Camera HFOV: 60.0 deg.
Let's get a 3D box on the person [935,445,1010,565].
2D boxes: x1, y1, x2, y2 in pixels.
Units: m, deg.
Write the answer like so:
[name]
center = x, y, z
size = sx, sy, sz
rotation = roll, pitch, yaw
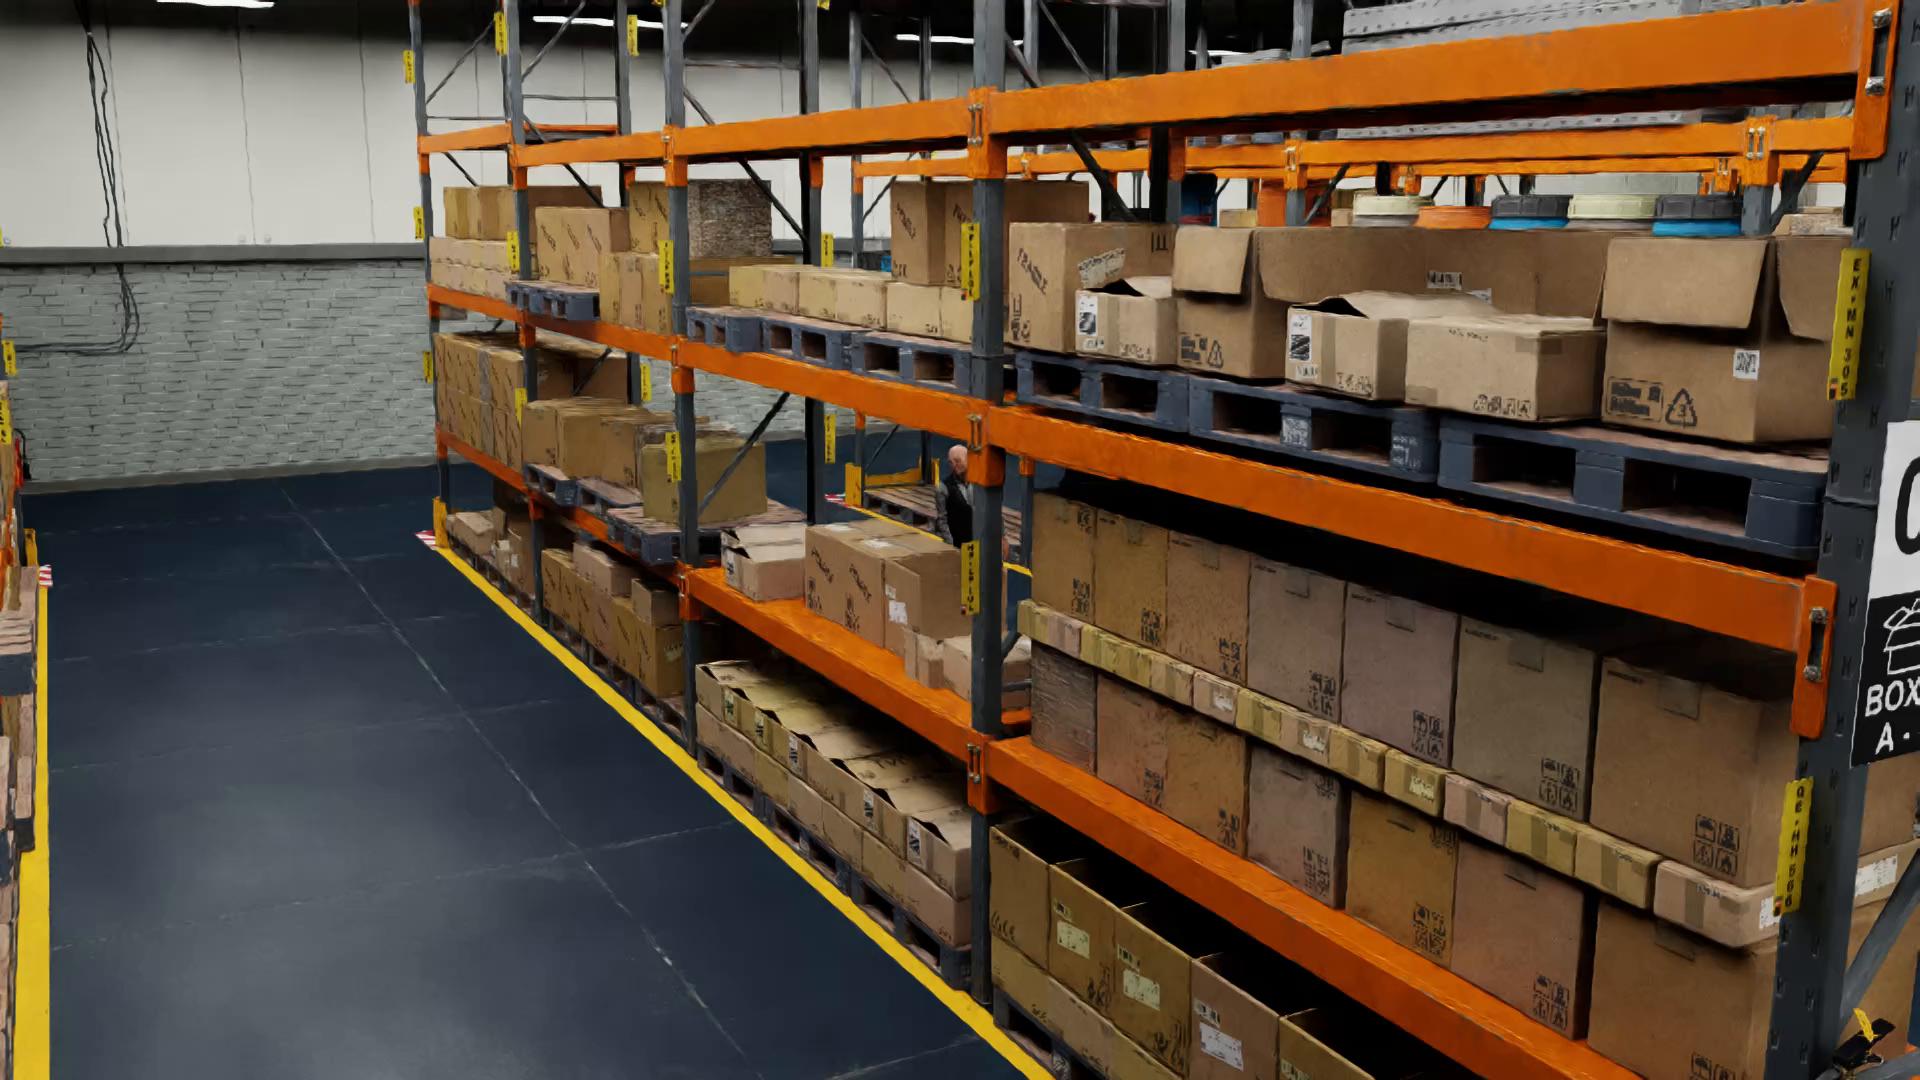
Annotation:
[person]
center = 0.106, 0.048, 13.750
size = 0.629, 1.699, 0.502
rotation = -2, 12, -8
